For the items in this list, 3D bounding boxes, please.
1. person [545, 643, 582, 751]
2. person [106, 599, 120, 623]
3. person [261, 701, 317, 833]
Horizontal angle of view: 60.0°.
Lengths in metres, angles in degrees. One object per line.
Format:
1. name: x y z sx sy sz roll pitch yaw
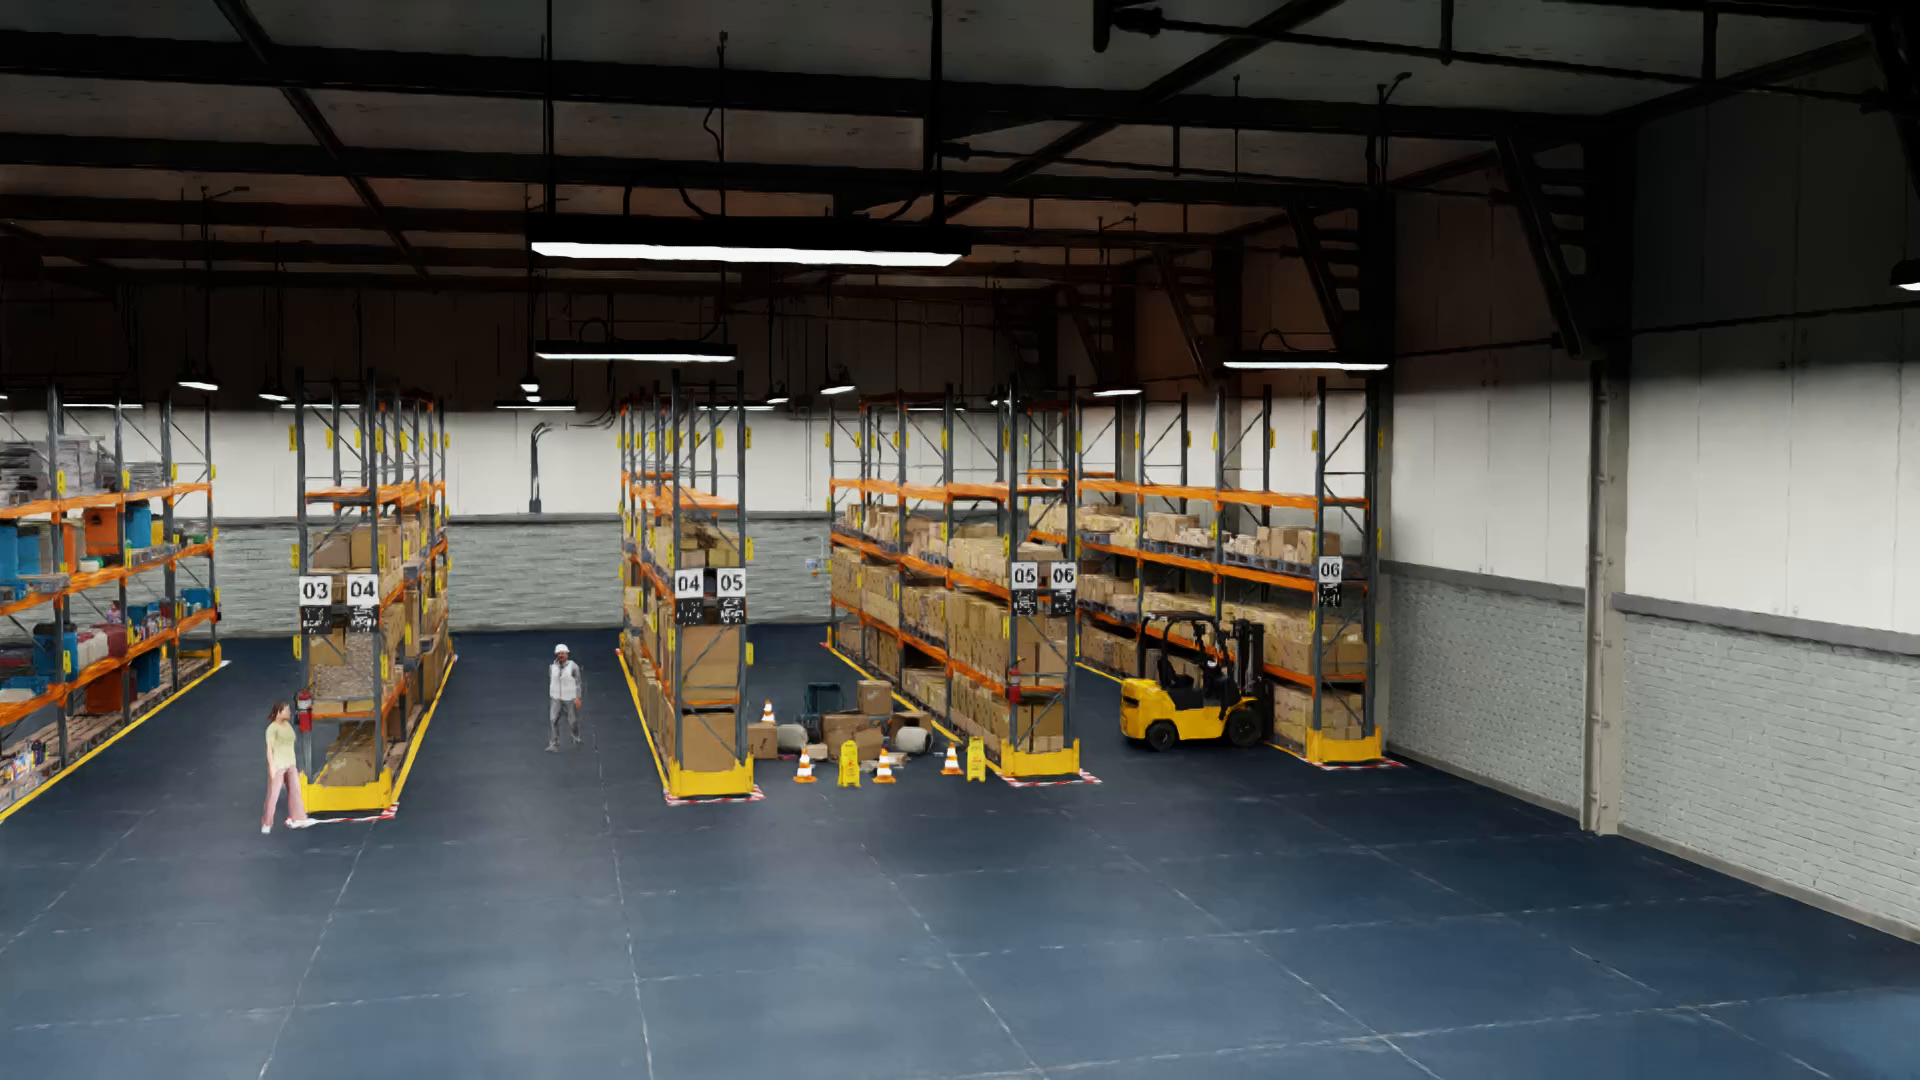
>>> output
1. person: -6.393 2.529 26.953 0.560 1.736 0.926 0 3 2
2. person: -18.548 2.049 36.545 0.417 1.517 1.037 -1 3 -11
3. person: -8.666 2.894 21.313 0.499 1.642 0.652 1 4 17
